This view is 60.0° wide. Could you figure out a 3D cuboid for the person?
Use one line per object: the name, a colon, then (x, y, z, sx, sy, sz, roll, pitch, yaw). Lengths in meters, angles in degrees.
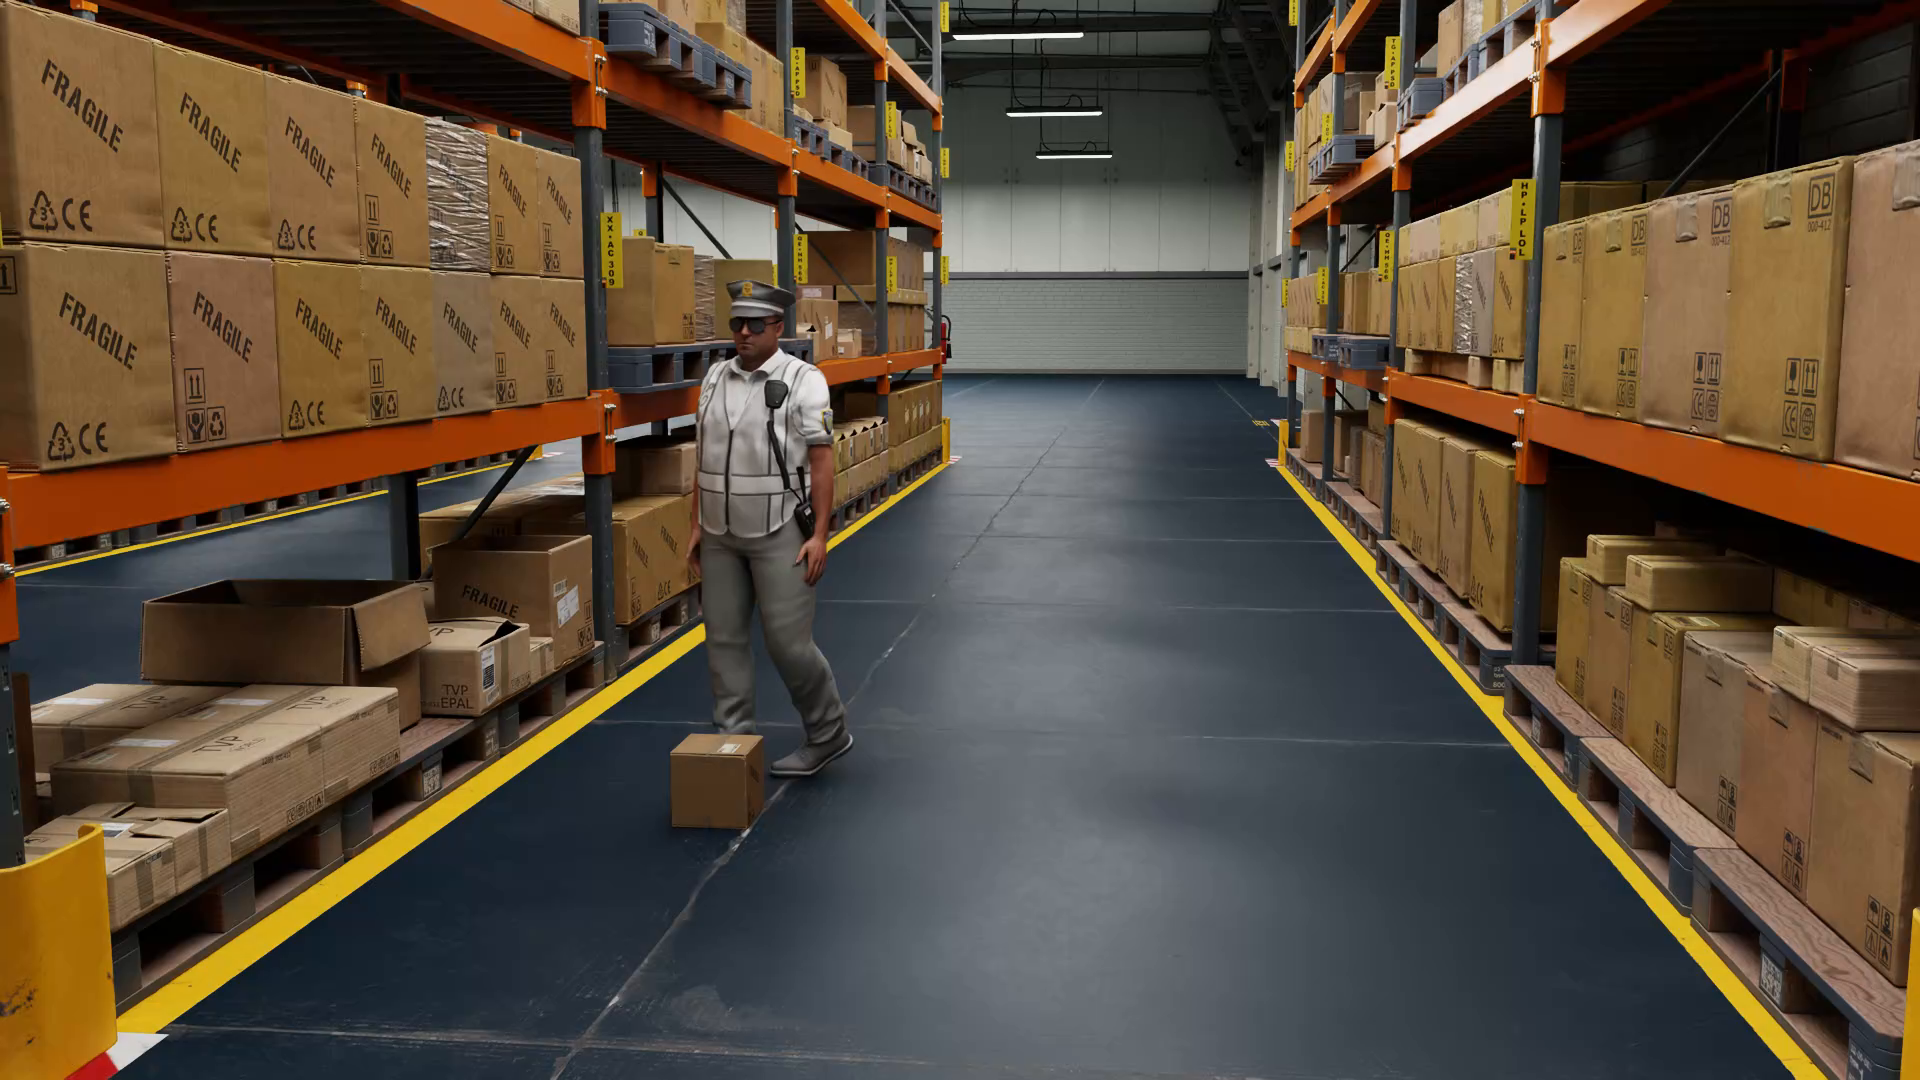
person: (-0.723, -0.019, 5.859, 0.547, 1.777, 0.522, 3, 8, 24)
